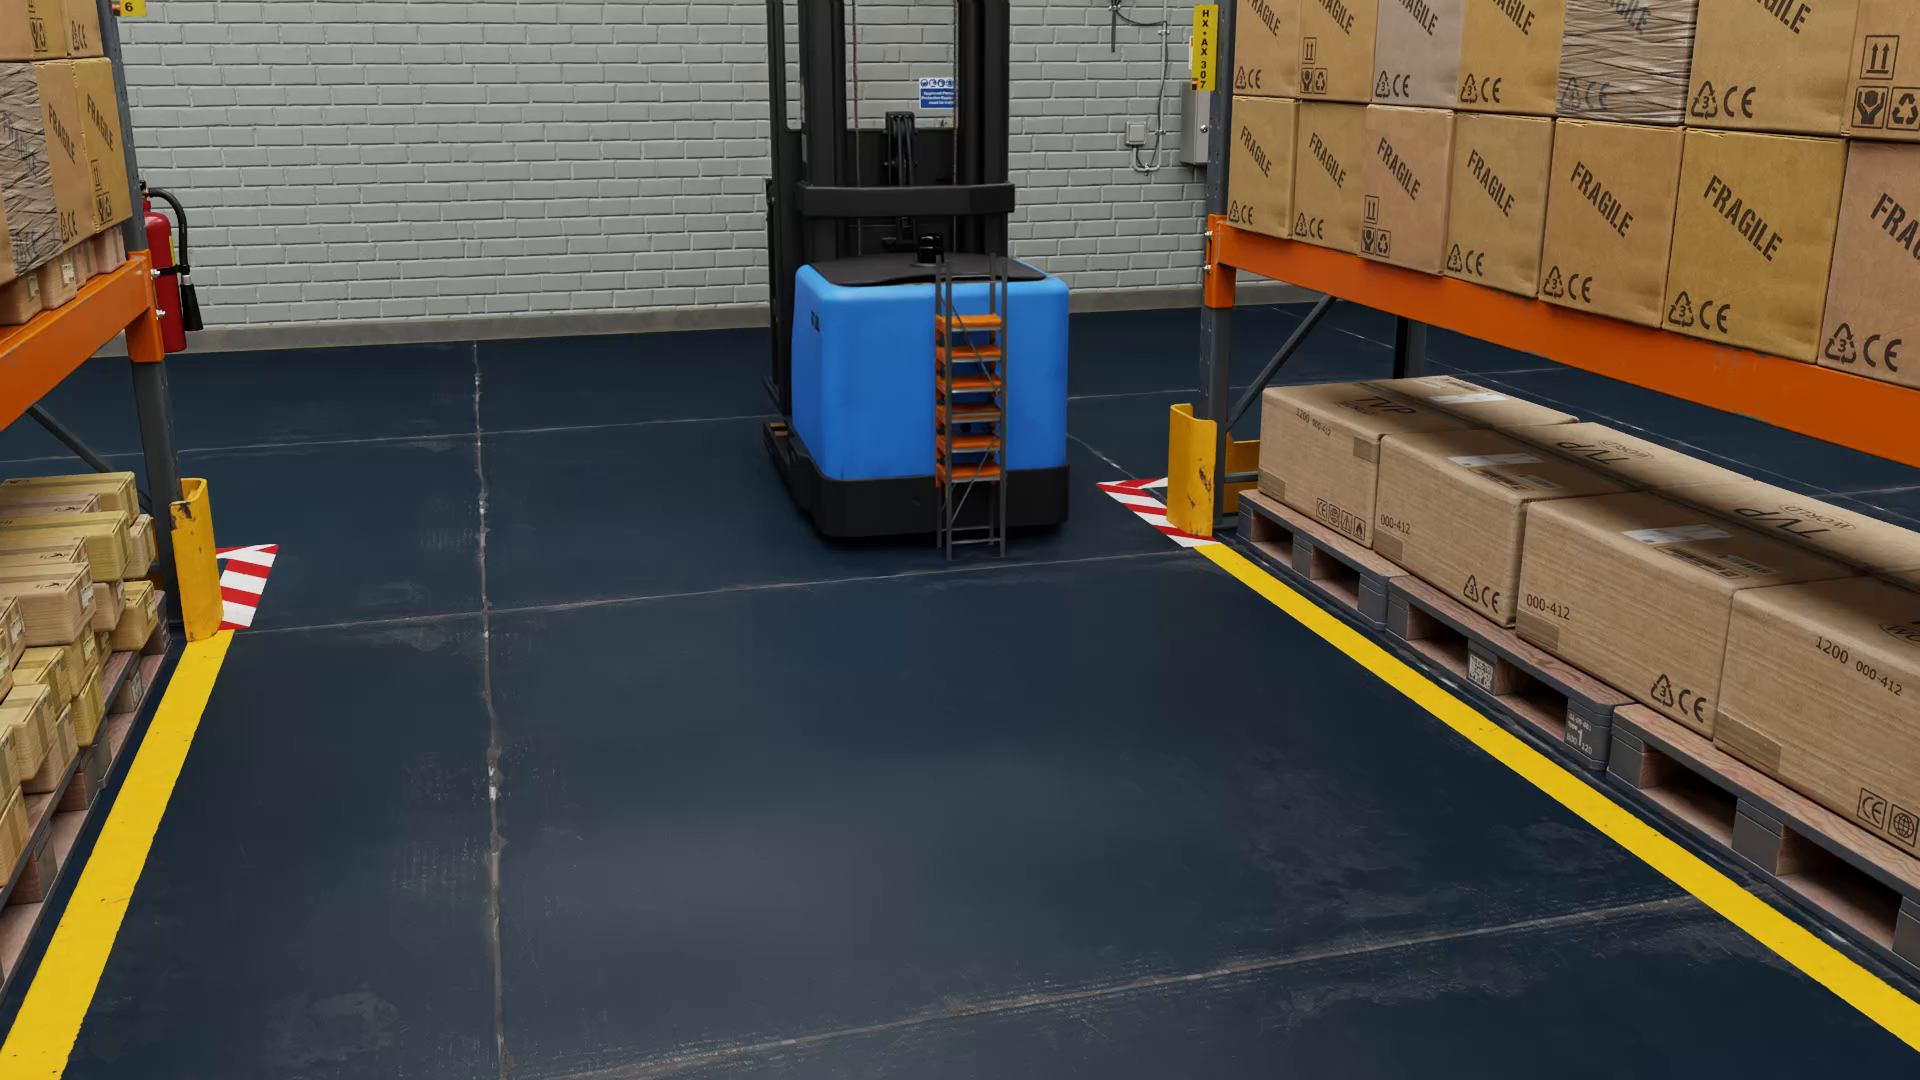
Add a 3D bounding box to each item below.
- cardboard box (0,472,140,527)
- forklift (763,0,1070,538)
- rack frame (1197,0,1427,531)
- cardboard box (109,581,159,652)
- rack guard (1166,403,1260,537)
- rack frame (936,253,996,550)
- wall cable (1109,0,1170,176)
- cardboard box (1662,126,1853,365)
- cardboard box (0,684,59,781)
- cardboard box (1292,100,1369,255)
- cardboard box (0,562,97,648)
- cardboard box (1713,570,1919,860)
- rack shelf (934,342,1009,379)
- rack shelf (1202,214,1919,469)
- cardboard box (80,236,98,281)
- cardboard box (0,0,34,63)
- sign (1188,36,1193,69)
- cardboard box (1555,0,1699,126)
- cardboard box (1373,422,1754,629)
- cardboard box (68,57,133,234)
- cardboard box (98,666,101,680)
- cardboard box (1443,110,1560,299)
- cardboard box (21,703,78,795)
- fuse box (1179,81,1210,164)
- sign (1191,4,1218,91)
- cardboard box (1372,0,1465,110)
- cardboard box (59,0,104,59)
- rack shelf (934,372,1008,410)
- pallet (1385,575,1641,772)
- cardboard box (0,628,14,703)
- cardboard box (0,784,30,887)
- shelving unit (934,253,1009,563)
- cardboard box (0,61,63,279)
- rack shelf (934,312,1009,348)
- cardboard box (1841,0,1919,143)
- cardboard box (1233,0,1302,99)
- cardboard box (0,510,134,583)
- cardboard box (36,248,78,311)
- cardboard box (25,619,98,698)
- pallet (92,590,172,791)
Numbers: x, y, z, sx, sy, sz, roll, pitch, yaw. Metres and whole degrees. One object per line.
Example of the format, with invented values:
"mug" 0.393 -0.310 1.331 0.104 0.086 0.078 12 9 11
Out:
"cardboard box" -2.843 -0.105 5.279 0.380 0.149 0.250 -4 17 -15
"forklift" -0.373 -1.796 7.837 1.130 2.935 3.031 -4 17 -12
"rack frame" 1.500 -1.530 6.832 1.000 3.000 0.127 -5 17 -15
"cardboard box" -2.719 0.246 5.146 0.380 0.149 0.250 -4 17 -14
"rack guard" 1.493 -0.340 7.214 1.175 0.500 0.348 -5 17 -15
"rack frame" 0.022 -0.544 6.676 0.240 1.200 0.006 -4 17 -12
"wall cable" 1.288 -3.690 12.256 0.588 1.984 0.122 -5 17 -15
"cardboard box" 2.079 -0.722 3.966 0.500 0.500 0.500 -5 17 -17
"cardboard box" -2.358 0.467 3.893 0.380 0.149 0.250 -5 17 -15
"cardboard box" 1.521 -1.285 5.842 0.500 0.500 0.500 -5 17 -16
"cardboard box" -2.498 0.177 4.340 0.380 0.149 0.250 -4 17 -13
"cardboard box" 2.530 0.420 4.063 0.875 0.438 0.875 -5 17 -16
"rack shelf" 0.043 -0.705 6.535 0.258 0.103 0.180 -4 17 -12
"rack shelf" 2.049 -0.632 5.094 1.077 0.370 4.000 -5 17 -15
"cardboard box" -2.838 -0.851 5.008 0.380 0.149 0.250 -5 17 -15
"cardboard box" -2.576 -1.390 3.936 0.500 0.500 0.500 -4 17 -12
"sign" 1.877 -3.662 12.494 0.339 0.242 0.001 -5 17 -15
"cardboard box" 1.923 -1.340 4.288 0.500 0.500 0.500 -4 17 -15
"cardboard box" 2.037 -0.077 5.718 0.875 0.438 0.875 -4 17 -14
"cardboard box" -2.861 -1.197 5.033 0.500 0.500 0.500 -4 17 -14
"cardboard box" -2.649 0.393 4.656 0.380 0.149 0.250 -5 17 -15
"cardboard box" 1.797 -1.005 4.912 0.500 0.500 0.500 -4 17 -13
"cardboard box" -2.462 0.536 4.181 0.380 0.149 0.250 -4 17 -14
"fuse box" 1.987 -2.597 12.622 0.539 1.711 0.414 -5 17 -15
"sign" 0.964 -1.940 6.556 0.100 0.325 0.005 -5 17 -15
"cardboard box" 1.655 -1.617 5.211 0.500 0.500 0.500 -5 17 -16
"cardboard box" -2.867 -1.673 4.879 0.500 0.500 0.500 -5 17 -16
"rack shelf" 0.043 -0.590 6.569 0.258 0.103 0.180 -4 17 -12
"pallet" 2.126 0.357 5.396 1.003 0.211 1.213 -5 17 -15
"cardboard box" -2.433 0.329 3.834 0.380 0.149 0.250 -5 17 -15
"cardboard box" -2.320 0.678 3.706 0.380 0.149 0.250 -5 17 -17
"shelving unit" 0.043 -0.518 6.591 0.258 1.200 0.189 -4 17 -12
"cardboard box" -2.576 -0.915 4.093 0.500 0.500 0.500 -5 17 -15
"rack shelf" 0.043 -0.820 6.500 0.258 0.103 0.180 -4 17 -12
"cardboard box" 2.204 -1.059 3.352 0.500 0.500 0.500 -5 17 -16
"cardboard box" 1.358 -1.902 6.157 0.500 0.500 0.500 -5 17 -16
"cardboard box" -2.636 0.031 4.828 0.380 0.149 0.250 -5 17 -16
"cardboard box" -2.662 -0.714 4.552 0.380 0.149 0.250 -4 17 -14
"cardboard box" -2.513 0.320 4.381 0.380 0.149 0.250 -4 17 -14
"pallet" -3.022 0.473 5.010 1.003 0.211 1.213 -5 17 -15
